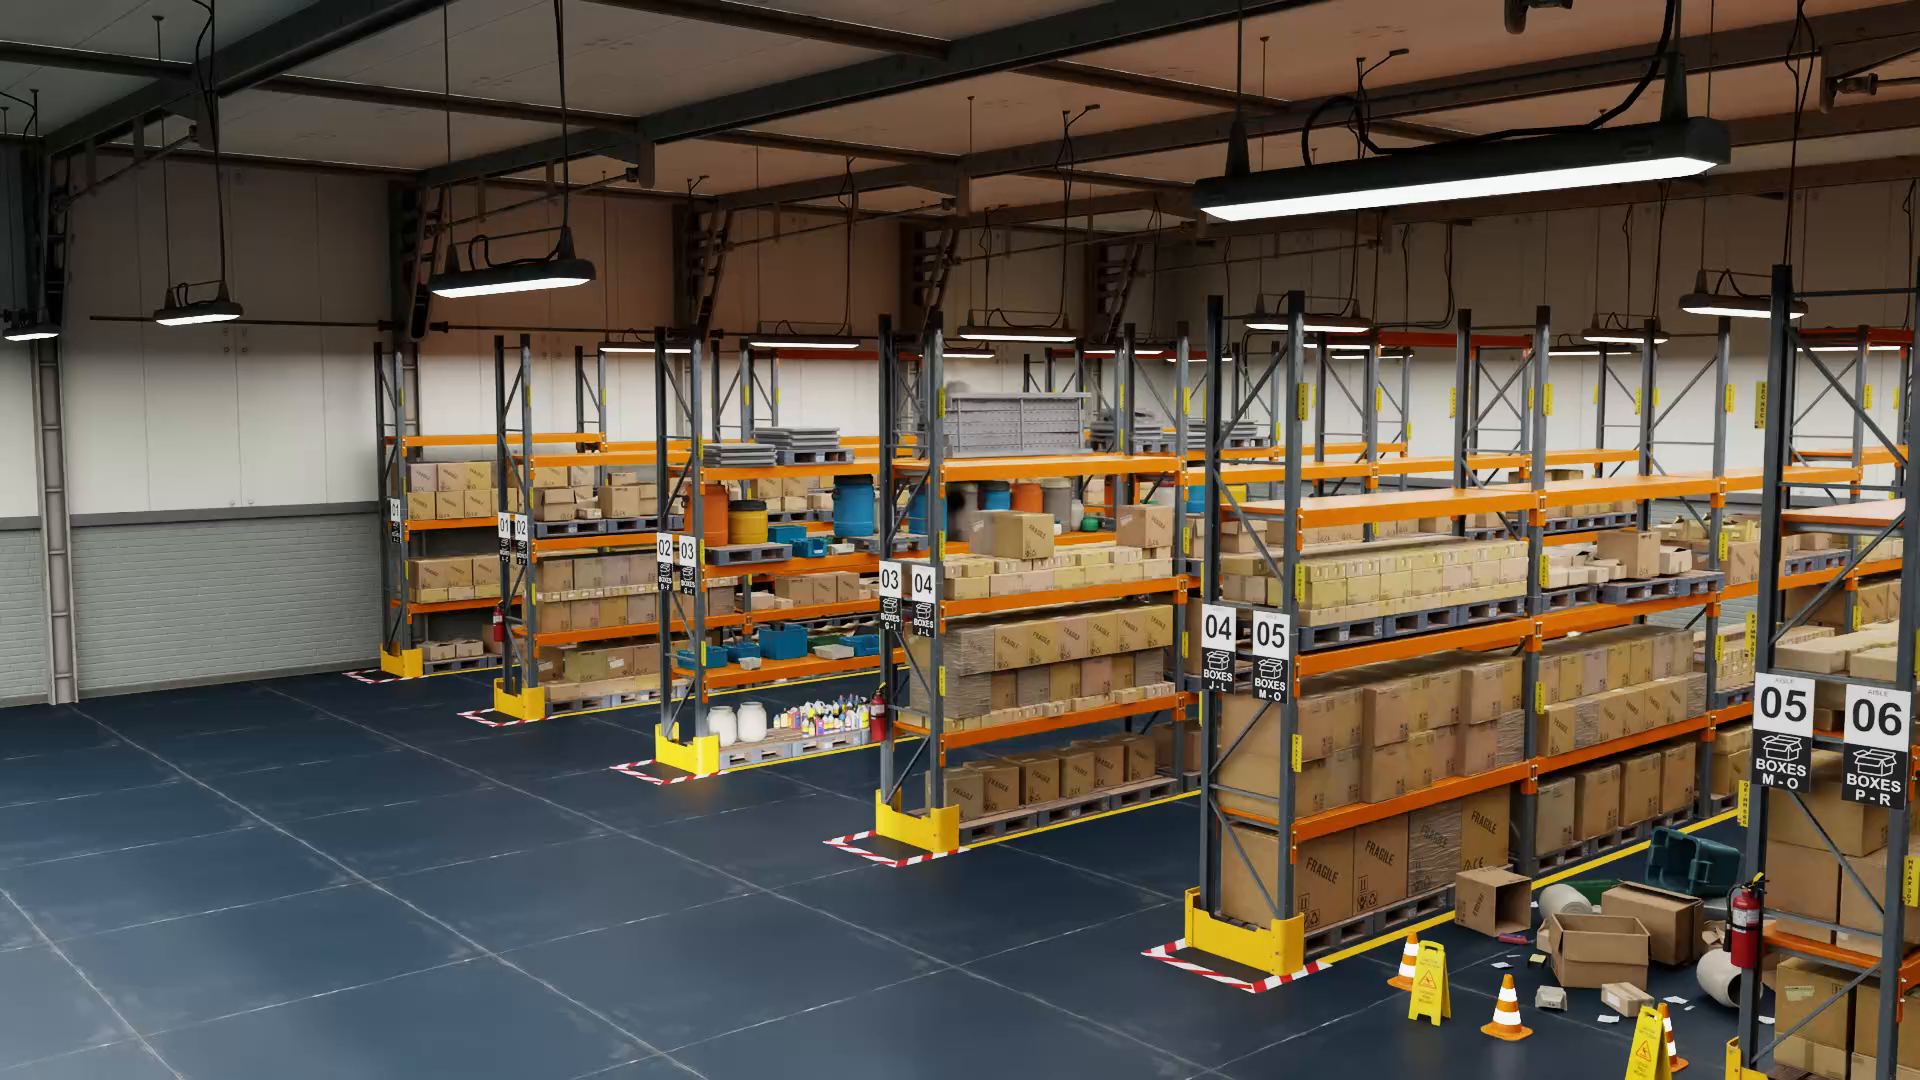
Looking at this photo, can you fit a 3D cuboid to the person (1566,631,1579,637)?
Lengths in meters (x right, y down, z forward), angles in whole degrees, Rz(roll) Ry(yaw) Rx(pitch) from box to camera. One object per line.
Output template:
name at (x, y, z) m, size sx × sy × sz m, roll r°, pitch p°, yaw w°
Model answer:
person at (8.842, 2.137, 23.961) m, size 0.749 × 1.698 × 0.669 m, roll -5°, pitch 7°, yaw -44°
